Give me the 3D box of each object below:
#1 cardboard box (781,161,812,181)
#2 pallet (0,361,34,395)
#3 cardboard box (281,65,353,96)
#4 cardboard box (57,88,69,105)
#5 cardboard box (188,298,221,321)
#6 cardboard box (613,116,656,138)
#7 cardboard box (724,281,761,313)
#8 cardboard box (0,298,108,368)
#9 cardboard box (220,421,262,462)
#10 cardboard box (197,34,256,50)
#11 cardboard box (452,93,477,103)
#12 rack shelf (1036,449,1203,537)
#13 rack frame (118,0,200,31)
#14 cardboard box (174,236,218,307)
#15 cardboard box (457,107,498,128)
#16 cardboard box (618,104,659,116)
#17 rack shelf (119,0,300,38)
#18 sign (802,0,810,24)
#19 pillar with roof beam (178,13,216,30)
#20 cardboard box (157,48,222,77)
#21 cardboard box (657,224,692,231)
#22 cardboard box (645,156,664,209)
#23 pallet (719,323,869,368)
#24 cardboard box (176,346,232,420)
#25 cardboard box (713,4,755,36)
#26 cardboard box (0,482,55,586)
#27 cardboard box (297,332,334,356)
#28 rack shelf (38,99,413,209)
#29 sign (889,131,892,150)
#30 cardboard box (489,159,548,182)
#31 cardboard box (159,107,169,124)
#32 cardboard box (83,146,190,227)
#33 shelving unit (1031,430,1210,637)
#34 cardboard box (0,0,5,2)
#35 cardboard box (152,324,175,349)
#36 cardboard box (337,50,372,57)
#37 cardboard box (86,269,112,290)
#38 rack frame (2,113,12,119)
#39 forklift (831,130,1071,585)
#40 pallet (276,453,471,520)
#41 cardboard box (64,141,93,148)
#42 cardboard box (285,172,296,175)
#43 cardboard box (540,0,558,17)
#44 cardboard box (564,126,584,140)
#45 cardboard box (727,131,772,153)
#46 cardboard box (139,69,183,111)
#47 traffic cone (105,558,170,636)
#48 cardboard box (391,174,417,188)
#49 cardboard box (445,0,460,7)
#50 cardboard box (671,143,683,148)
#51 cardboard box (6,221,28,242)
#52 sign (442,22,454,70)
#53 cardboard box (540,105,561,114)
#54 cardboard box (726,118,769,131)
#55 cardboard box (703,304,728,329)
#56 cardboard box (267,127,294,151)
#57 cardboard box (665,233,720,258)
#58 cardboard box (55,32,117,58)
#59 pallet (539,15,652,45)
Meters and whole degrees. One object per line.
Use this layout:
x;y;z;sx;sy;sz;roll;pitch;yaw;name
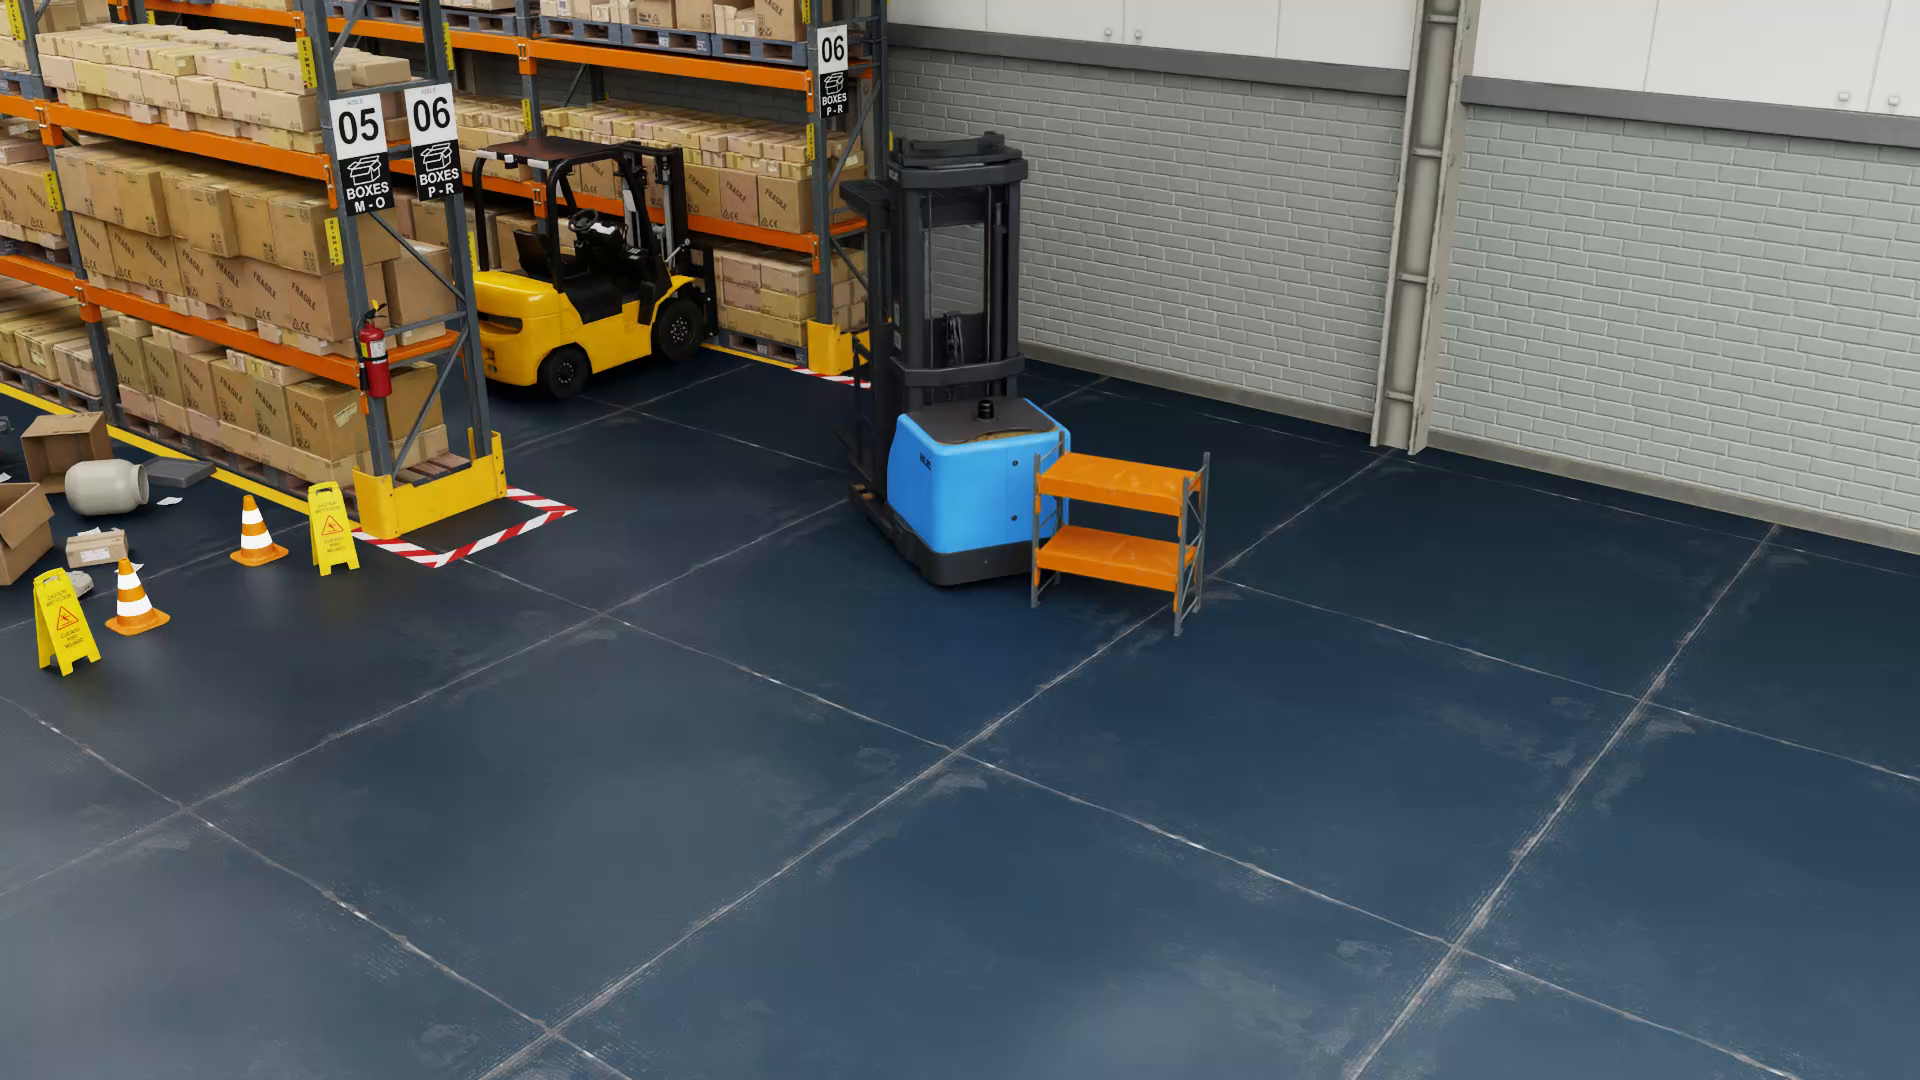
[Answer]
-1.472;-3.513;15.725;0.250;0.149;0.380;17;29;34;cardboard box
-8.806;-1.748;16.107;1.213;0.211;1.003;17;29;33;pallet
-4.448;-3.184;11.509;0.250;0.149;0.380;17;29;34;cardboard box
-7.098;-3.644;13.541;0.250;0.149;0.380;16;29;33;cardboard box
-5.905;-1.883;13.266;0.250;0.149;0.380;17;29;33;cardboard box
-3.309;-4.208;16.933;0.250;0.149;0.380;16;29;32;cardboard box
-1.998;-2.481;16.581;0.500;0.250;0.500;16;29;33;cardboard box
-8.757;-1.998;15.953;0.625;0.372;0.950;18;29;35;cardboard box
-5.641;-0.870;13.544;0.500;0.250;0.500;16;28;31;cardboard box
-5.738;-3.866;13.058;0.250;0.149;0.380;17;29;34;cardboard box
-5.806;-5.076;19.272;0.250;0.149;0.380;18;29;35;cardboard box
1.062;-0.322;11.010;1.000;0.278;0.538;10;26;22;rack shelf
-10.629;-6.079;22.477;0.127;3.000;1.000;17;29;33;rack frame
-5.791;-2.172;13.118;0.500;0.500;0.500;17;29;34;cardboard box
-5.306;-4.651;18.309;0.250;0.149;0.380;16;28;32;cardboard box
-3.395;-4.510;17.618;0.250;0.149;0.380;17;29;33;cardboard box
-9.029;-6.639;20.920;4.000;0.370;1.077;17;29;33;rack shelf
-1.363;-4.747;14.734;0.005;0.325;0.100;17;29;33;sign
-13.227;-7.894;19.157;0.400;9.000;9.100;17;29;33;pillar with roof beam
-5.696;-3.544;12.326;0.250;0.149;0.380;18;29;35;cardboard box
-2.906;-3.235;17.672;0.500;0.250;0.500;17;29;34;cardboard box
-2.807;-3.627;16.789;0.500;0.500;0.500;17;29;34;cardboard box
-1.664;-2.072;16.842;1.213;0.211;1.003;17;29;33;pallet
-6.042;-1.338;13.676;0.500;0.500;0.500;19;30;36;cardboard box
-2.075;-4.890;15.580;0.258;0.266;0.396;17;29;33;cardboard box
-6.924;-0.040;11.868;0.637;0.503;0.797;-1;24;-3;cardboard box
-4.697;-1.507;12.411;0.250;0.149;0.380;16;29;33;cardboard box
-5.601;-3.102;12.892;4.000;0.370;1.077;17;29;33;rack shelf
-0.689;-3.787;16.104;0.005;0.325;0.100;17;29;33;sign
-4.788;-4.113;18.202;0.500;0.250;0.500;18;29;34;cardboard box
-5.864;-3.271;12.696;0.250;0.149;0.380;17;29;34;cardboard box
-6.584;-2.874;13.471;0.500;0.500;0.700;17;29;34;cardboard box
1.062;-0.054;11.128;1.048;1.125;0.538;10;26;22;shelving unit
-8.571;-4.606;14.458;0.500;0.250;0.500;17;29;34;cardboard box
-6.415;-1.713;13.723;0.250;0.149;0.380;18;30;35;cardboard box
-4.537;-3.485;12.193;0.250;0.149;0.380;17;29;33;cardboard box
-7.142;-2.247;14.093;0.250;0.149;0.380;17;29;33;cardboard box
-13.830;-7.046;24.672;0.127;3.000;1.000;17;29;33;rack frame
-0.225;-1.593;12.381;1.130;2.935;3.031;-9;25;-19;forklift
-4.690;-0.525;13.330;1.213;0.211;1.003;17;29;33;pallet
-8.193;-3.367;15.308;0.500;0.500;0.500;17;29;33;cardboard box
-8.212;-4.550;20.783;0.250;0.149;0.380;15;28;31;cardboard box
-4.050;-5.433;16.959;0.250;0.149;0.380;18;29;34;cardboard box
-3.922;-4.263;17.427;0.250;0.149;0.380;18;29;34;cardboard box
-2.036;-3.863;16.150;0.250;0.149;0.380;17;29;34;cardboard box
-5.797;-3.419;12.537;0.500;0.250;0.500;17;29;34;cardboard box
-5.512;0.339;11.058;0.334;0.463;0.336;17;29;33;traffic cone
-6.937;-4.062;20.324;0.625;0.625;0.875;18;29;35;cardboard box
-5.289;-5.808;17.809;0.250;0.149;0.380;17;29;33;cardboard box
-2.659;-3.905;16.614;0.250;0.149;0.380;17;29;33;cardboard box
-8.207;-2.775;14.769;0.250;0.149;0.380;16;29;32;cardboard box
-3.675;-3.522;11.871;0.005;0.325;0.100;17;29;33;sign
-4.563;-4.723;18.471;0.250;0.149;0.380;16;28;32;cardboard box
-2.142;-4.155;16.813;0.250;0.149;0.380;16;28;32;cardboard box
-2.379;-2.370;16.948;0.500;0.250;0.500;17;29;34;cardboard box
-4.673;-2.878;11.804;0.250;0.149;0.380;17;29;34;cardboard box
-2.805;-2.945;17.013;0.500;0.250;0.500;16;28;32;cardboard box
-6.920;-3.930;13.202;0.250;0.149;0.380;18;29;35;cardboard box
-3.529;-5.279;17.050;1.213;0.211;1.003;17;29;33;pallet
